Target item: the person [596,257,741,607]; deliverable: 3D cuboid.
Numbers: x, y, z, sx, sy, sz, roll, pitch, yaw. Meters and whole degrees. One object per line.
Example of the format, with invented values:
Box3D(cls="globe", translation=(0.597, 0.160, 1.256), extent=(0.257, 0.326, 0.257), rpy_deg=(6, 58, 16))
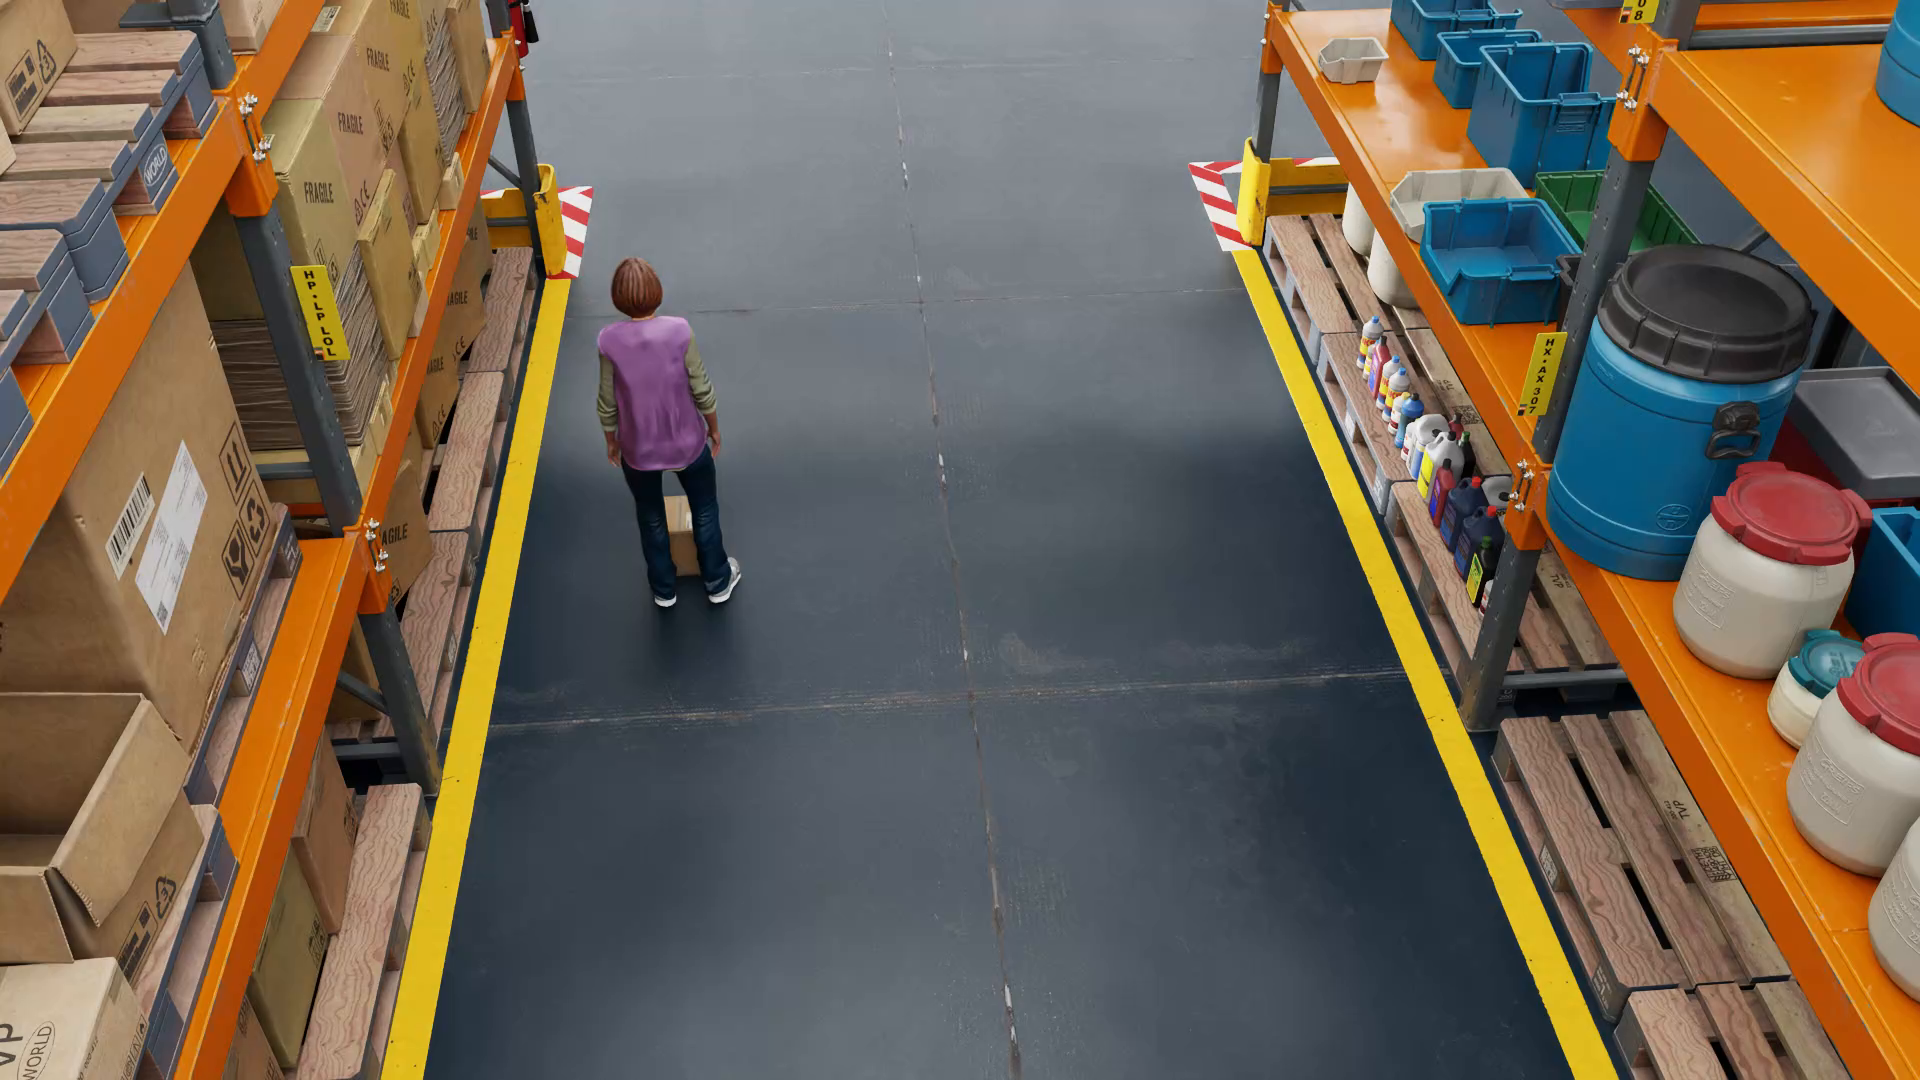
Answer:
Box3D(cls="person", translation=(-1.178, -0.385, 6.629), extent=(0.480, 1.592, 0.346), rpy_deg=(-5, 40, -6))
